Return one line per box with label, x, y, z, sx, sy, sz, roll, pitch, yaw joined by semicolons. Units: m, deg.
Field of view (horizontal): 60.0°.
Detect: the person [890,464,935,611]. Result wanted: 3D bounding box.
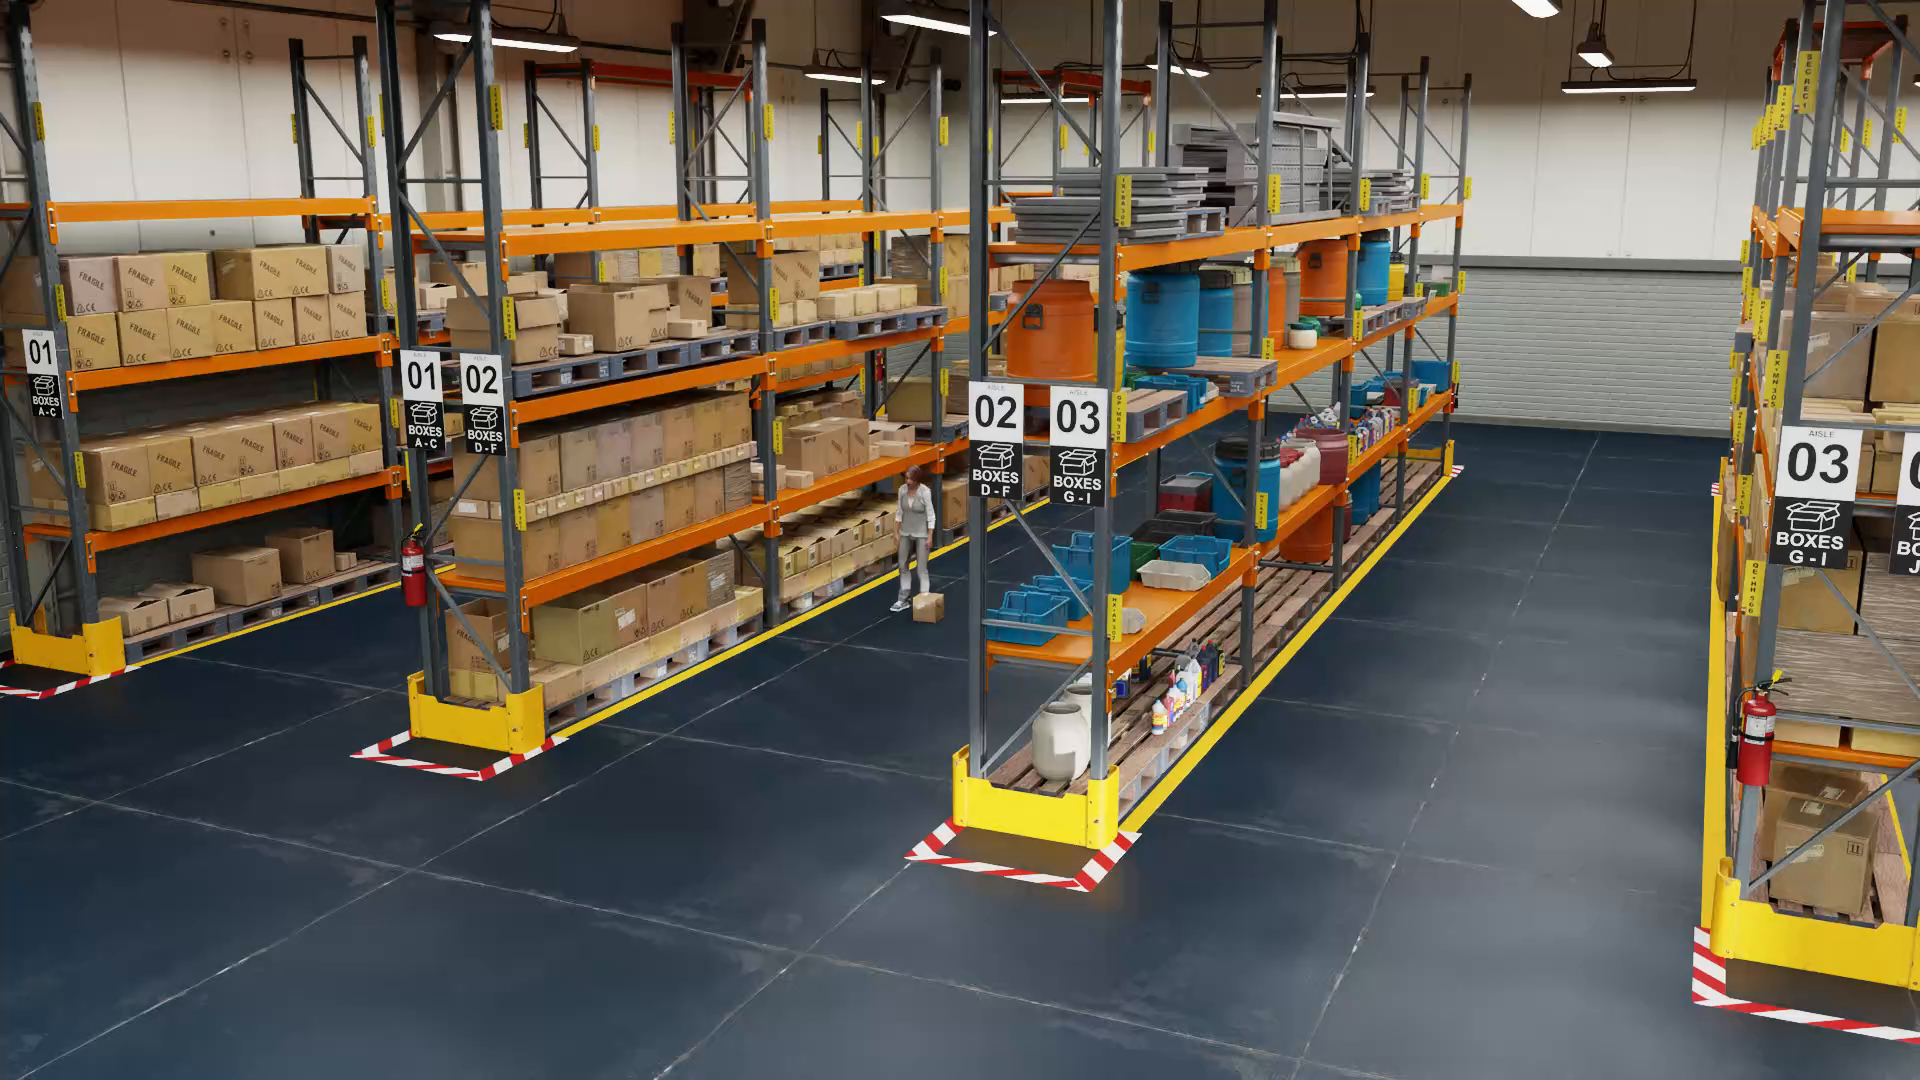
person;-0.481;-0.021;17.593;0.460;1.592;0.344;6;14;25
